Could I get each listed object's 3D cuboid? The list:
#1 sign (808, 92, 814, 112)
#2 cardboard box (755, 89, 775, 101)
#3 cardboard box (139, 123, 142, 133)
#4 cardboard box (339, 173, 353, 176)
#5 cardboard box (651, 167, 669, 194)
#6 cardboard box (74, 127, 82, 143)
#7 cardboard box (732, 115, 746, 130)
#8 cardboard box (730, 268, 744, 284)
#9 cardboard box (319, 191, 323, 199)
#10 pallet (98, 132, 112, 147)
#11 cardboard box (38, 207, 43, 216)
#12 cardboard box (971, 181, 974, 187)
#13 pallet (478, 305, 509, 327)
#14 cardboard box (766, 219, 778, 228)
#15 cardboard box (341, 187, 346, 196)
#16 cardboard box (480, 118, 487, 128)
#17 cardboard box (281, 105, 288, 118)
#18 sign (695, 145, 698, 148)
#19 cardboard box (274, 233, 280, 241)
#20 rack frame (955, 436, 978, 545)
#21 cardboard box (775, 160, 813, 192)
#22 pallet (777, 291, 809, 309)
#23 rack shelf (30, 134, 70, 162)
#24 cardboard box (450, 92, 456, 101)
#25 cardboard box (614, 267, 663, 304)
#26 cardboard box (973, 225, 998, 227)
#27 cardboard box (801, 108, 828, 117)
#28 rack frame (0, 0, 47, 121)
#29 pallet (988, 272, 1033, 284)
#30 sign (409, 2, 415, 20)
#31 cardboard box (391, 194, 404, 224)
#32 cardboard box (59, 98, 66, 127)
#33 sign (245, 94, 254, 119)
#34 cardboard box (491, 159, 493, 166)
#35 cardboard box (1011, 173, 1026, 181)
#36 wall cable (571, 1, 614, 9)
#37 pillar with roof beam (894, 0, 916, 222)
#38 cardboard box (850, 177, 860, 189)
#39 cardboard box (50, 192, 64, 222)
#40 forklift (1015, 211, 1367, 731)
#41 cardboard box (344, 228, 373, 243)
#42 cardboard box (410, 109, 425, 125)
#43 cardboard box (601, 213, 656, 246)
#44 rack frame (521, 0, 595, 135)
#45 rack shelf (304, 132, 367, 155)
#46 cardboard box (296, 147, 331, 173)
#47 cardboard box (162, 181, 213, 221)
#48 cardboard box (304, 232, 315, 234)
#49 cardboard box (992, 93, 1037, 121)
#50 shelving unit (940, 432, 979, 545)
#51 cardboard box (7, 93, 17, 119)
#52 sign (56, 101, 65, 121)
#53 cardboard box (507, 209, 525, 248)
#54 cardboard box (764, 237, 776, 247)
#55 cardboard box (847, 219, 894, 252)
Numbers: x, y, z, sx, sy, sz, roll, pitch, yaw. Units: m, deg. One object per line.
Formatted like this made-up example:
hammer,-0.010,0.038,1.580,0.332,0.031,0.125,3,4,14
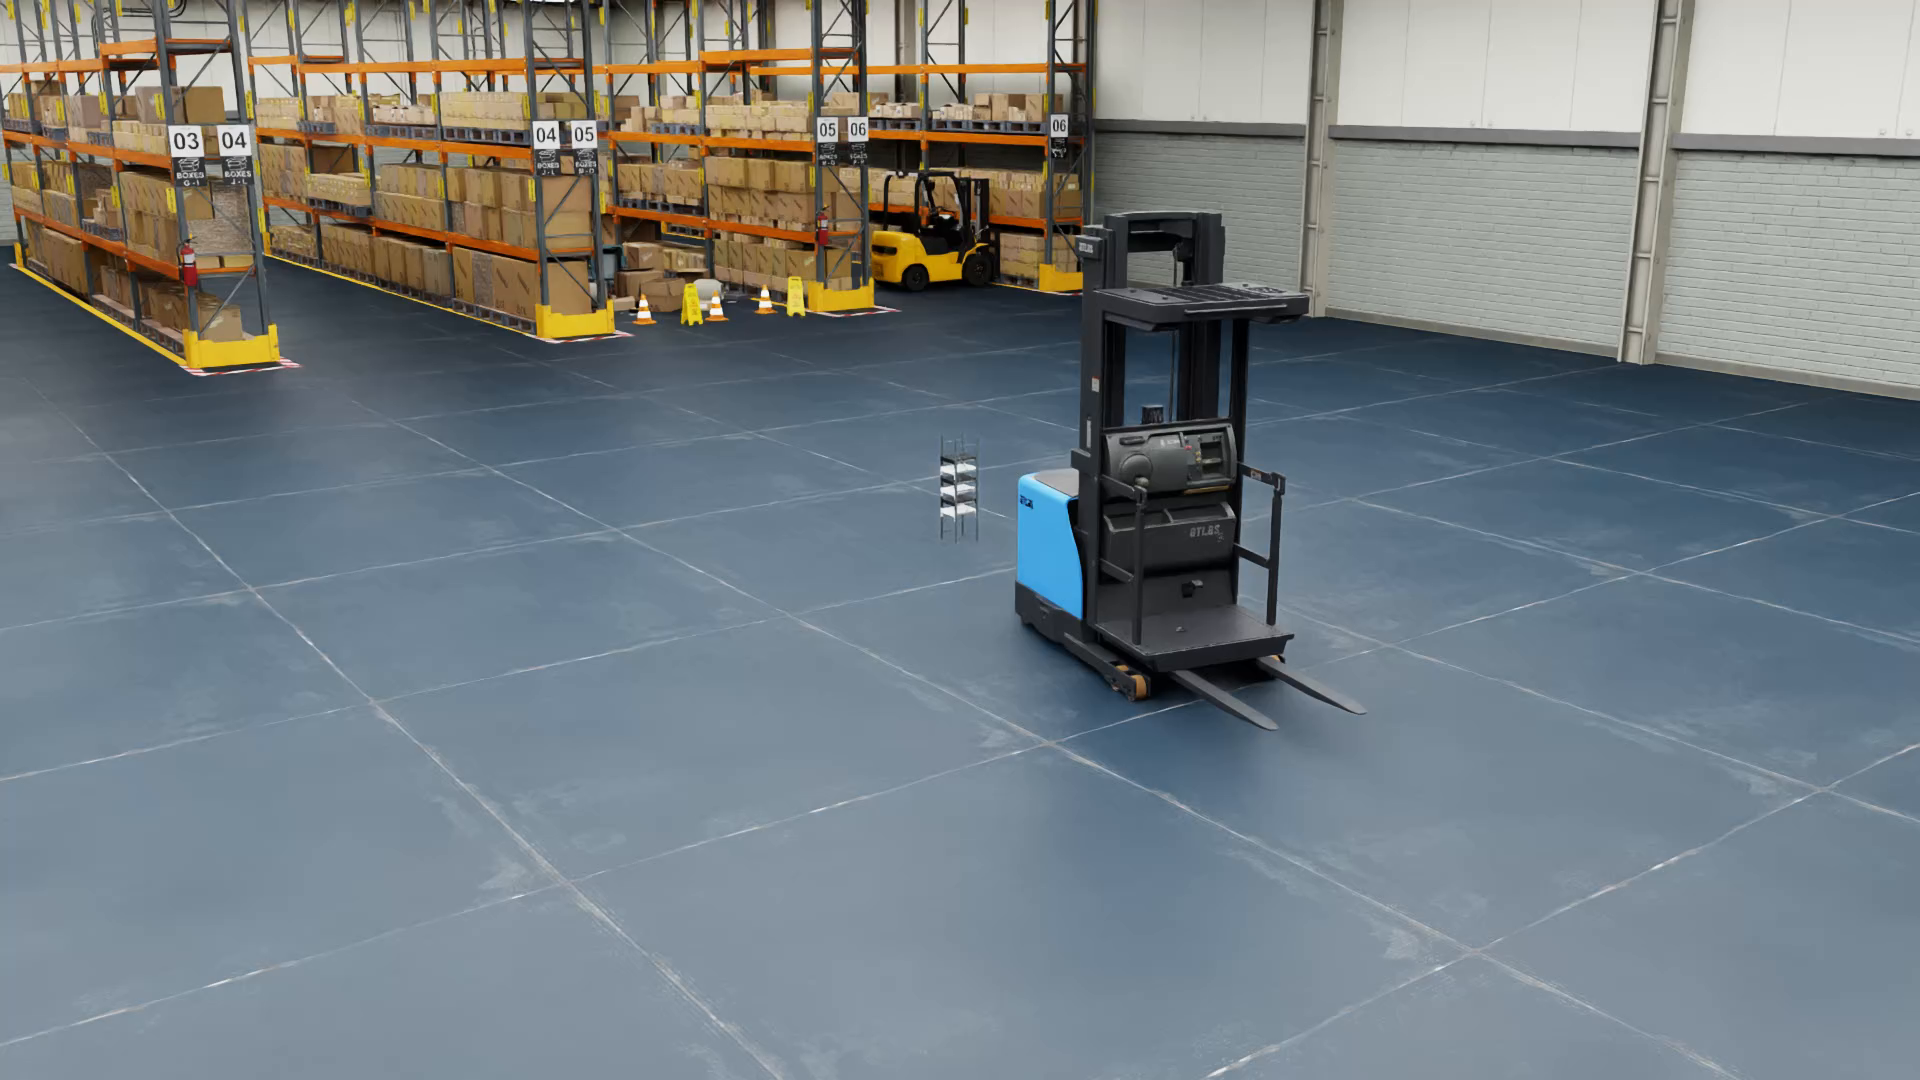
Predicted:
sign,-2.457,-7.212,27.384,0.100,0.325,0.005,-11,19,-35
cardboard box,-4.622,-10.567,39.464,0.396,0.266,0.258,-11,19,-35
cardboard box,-11.447,-5.863,23.662,0.380,0.149,0.250,-10,18,-33
cardboard box,-12.603,-7.505,34.369,0.380,0.149,0.250,-10,18,-32
cardboard box,-5.706,-7.060,32.640,0.500,0.500,0.500,-12,19,-37
cardboard box,-14.345,-6.715,27.530,0.500,0.250,0.500,-10,18,-33
cardboard box,-3.717,-7.438,29.608,0.500,0.250,0.500,-11,19,-34
cardboard box,-3.897,-4.870,30.601,0.500,0.250,0.500,-10,18,-31
cardboard box,-12.679,-6.952,33.475,0.380,0.149,0.250,-11,19,-34
pallet,-12.641,-6.240,25.868,1.213,0.211,1.003,-11,19,-35
cardboard box,-17.513,-6.337,32.024,0.380,0.149,0.250,-11,19,-34
cardboard box,0.368,-7.020,32.623,0.380,0.149,0.250,-12,19,-36
pallet,-7.188,-3.704,27.209,1.003,0.211,1.213,-11,19,-35
cardboard box,-3.198,-5.608,29.358,0.380,0.149,0.250,-11,19,-35
cardboard box,-11.766,-6.764,32.224,0.380,0.149,0.250,-11,19,-34
cardboard box,-7.307,-6.551,26.136,0.380,0.149,0.250,-11,19,-34
cardboard box,-14.081,-9.091,35.263,0.500,0.250,0.500,-10,18,-32
sign,-6.931,-10.400,43.602,0.100,0.325,0.005,-11,19,-35
cardboard box,-15.133,-6.799,37.275,0.380,0.149,0.250,-11,19,-35
rack frame,0.055,-0.414,13.884,0.240,0.900,0.006,-11,19,-35
cardboard box,-2.765,-6.278,28.686,0.700,0.500,0.500,-11,19,-34
pallet,-2.490,-4.270,29.278,1.003,0.211,1.213,-11,19,-35
rack shelf,-15.892,-7.117,30.077,1.077,0.370,4.000,-11,19,-35
cardboard box,-8.054,-7.206,27.022,0.380,0.149,0.250,-11,19,-35
cardboard box,-5.634,-4.462,29.168,0.797,0.637,0.503,-11,19,-35
cardboard box,0.420,-6.223,33.650,0.500,0.250,0.500,-11,19,-35
cardboard box,-2.434,-7.156,27.825,0.380,0.149,0.250,-11,19,-34
rack frame,-19.420,-10.192,34.267,1.000,3.000,0.127,-11,19,-35
pallet,0.819,-5.263,32.906,1.003,0.211,1.213,-11,19,-35
sign,-10.198,-9.846,30.933,0.100,0.325,0.005,-11,19,-35
cardboard box,-10.002,-6.033,30.247,0.500,0.500,0.500,-11,19,-35
cardboard box,-15.133,-7.408,28.788,0.797,0.503,0.637,-10,18,-31
sign,-9.574,-5.834,22.373,0.100,0.325,0.005,-11,19,-35
cardboard box,-10.734,-9.002,39.202,0.500,0.500,0.500,-11,19,-35
cardboard box,1.203,-6.904,31.636,0.380,0.149,0.250,-11,19,-34
wall cable,-9.674,-16.588,47.101,2.988,3.039,0.133,-11,19,-35
pillar with roof beam,-4.674,-9.986,33.516,9.100,9.000,0.400,-11,19,-35
cardboard box,-2.038,-7.714,35.915,0.500,0.250,0.500,-11,19,-36
cardboard box,-16.410,-6.141,30.642,0.500,0.500,0.500,-11,19,-36
forklift,1.444,-0.534,10.476,1.130,2.935,3.031,-7,17,-23
cardboard box,-11.851,-6.019,32.906,0.500,0.250,0.500,-10,18,-33
cardboard box,-9.197,-7.339,28.825,0.500,0.250,0.500,-11,19,-35
cardboard box,-7.039,-6.466,35.249,0.875,0.875,0.875,-11,19,-35
rack frame,-5.941,-7.524,24.518,1.000,3.000,0.127,-11,19,-35
rack shelf,-11.821,-7.865,32.811,1.077,0.370,4.000,-11,19,-35
cardboard box,-13.492,-7.925,34.702,0.500,0.500,0.500,-12,19,-36
cardboard box,-10.536,-4.635,22.681,0.500,0.500,0.500,-11,19,-35
cardboard box,-13.841,-6.510,35.659,0.380,0.149,0.250,-10,18,-33
cardboard box,1.037,-8.228,31.599,0.700,0.500,0.500,-11,19,-34
shelving unit,-0.005,-0.436,13.964,0.258,0.900,0.210,-11,19,-35
cardboard box,-18.838,-8.802,33.699,0.700,0.500,0.500,-12,19,-37
sign,-15.170,-7.240,28.035,0.100,0.325,0.005,-11,19,-35
cardboard box,-6.537,-4.889,25.971,0.875,0.550,0.550,-11,19,-35
cardboard box,-3.248,-5.280,29.449,0.380,0.149,0.250,-10,18,-32
cardboard box,-1.941,-6.683,36.514,0.875,0.625,0.625,-10,18,-33
